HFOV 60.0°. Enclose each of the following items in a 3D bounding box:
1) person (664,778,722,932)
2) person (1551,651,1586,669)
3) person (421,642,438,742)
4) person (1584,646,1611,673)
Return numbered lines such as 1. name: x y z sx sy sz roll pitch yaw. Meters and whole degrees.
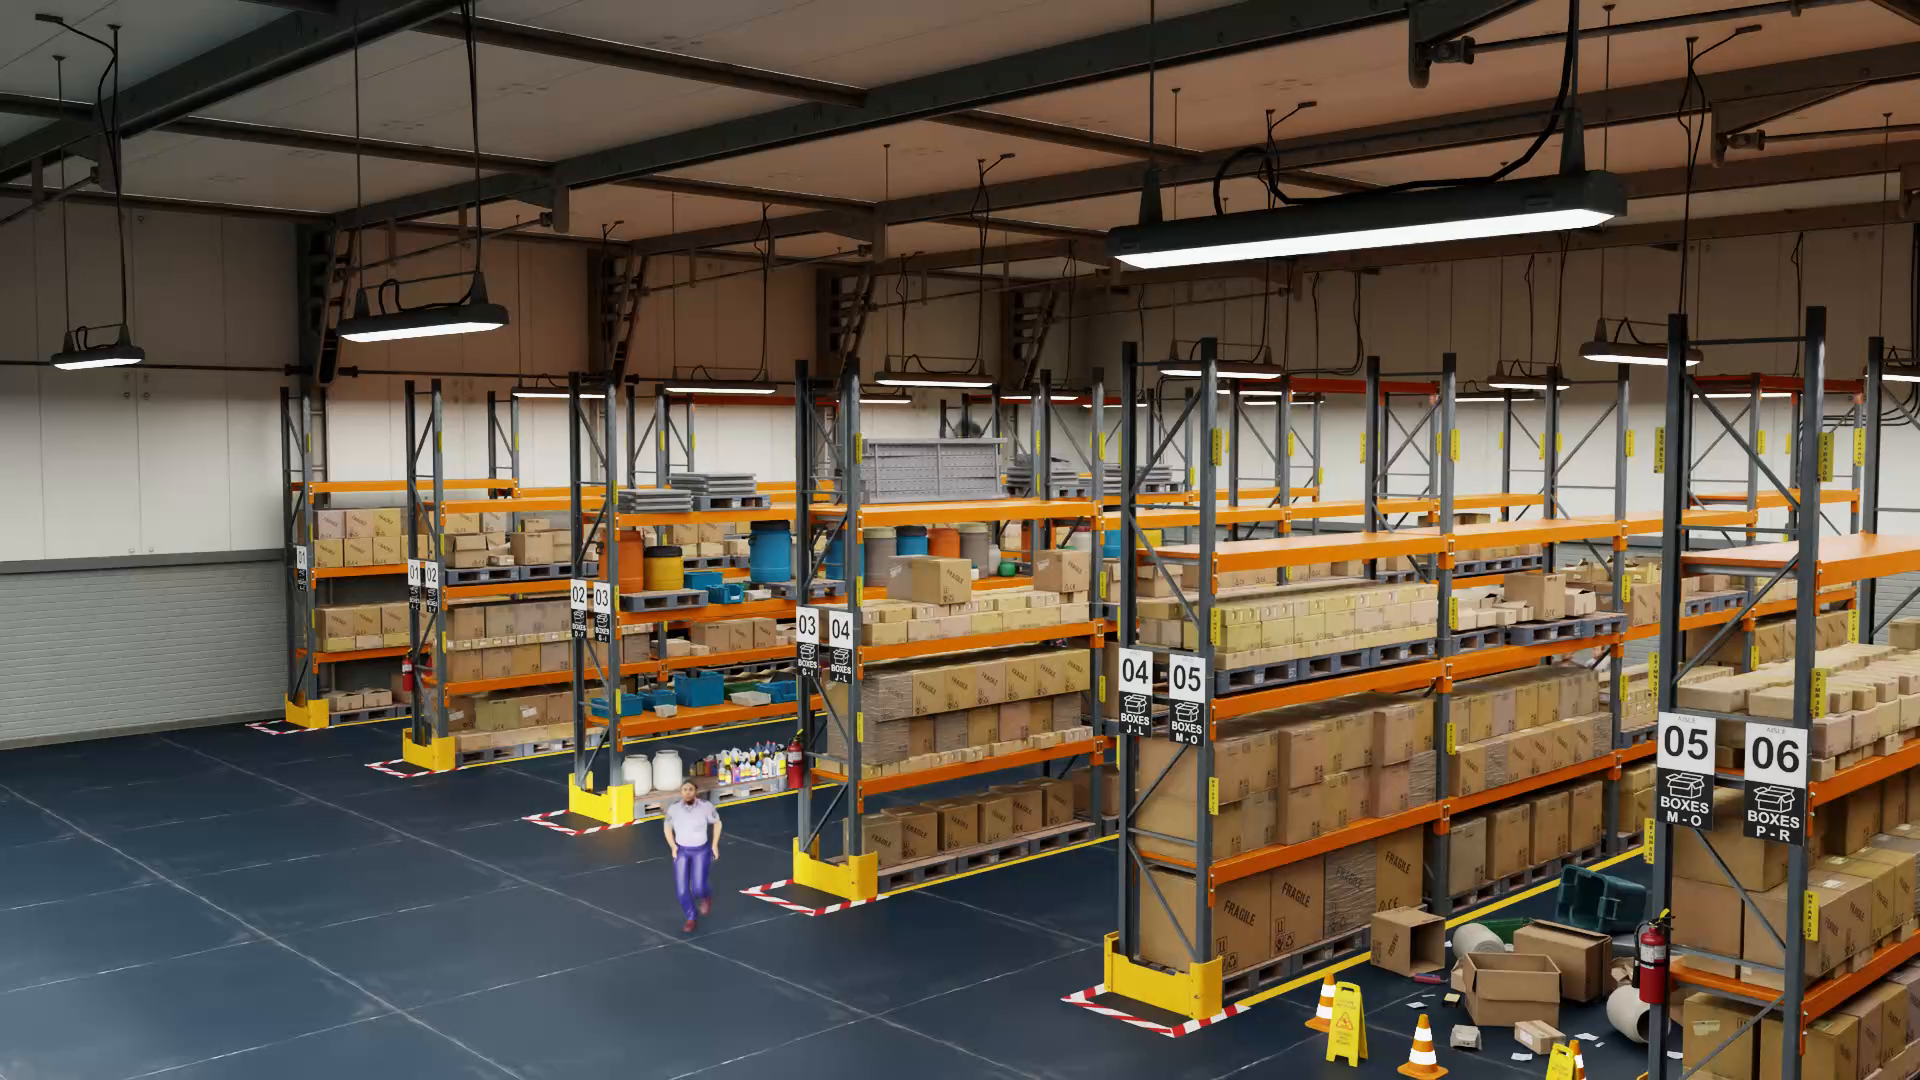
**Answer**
1. person: -2.790 3.277 17.311 0.593 1.588 0.585 0 4 0
2. person: 9.821 2.590 26.941 0.730 1.759 0.800 3 5 43
3. person: -8.775 2.537 27.768 0.706 1.695 0.547 4 5 44
4. person: 10.806 2.553 28.058 0.595 1.636 0.929 3 4 36
